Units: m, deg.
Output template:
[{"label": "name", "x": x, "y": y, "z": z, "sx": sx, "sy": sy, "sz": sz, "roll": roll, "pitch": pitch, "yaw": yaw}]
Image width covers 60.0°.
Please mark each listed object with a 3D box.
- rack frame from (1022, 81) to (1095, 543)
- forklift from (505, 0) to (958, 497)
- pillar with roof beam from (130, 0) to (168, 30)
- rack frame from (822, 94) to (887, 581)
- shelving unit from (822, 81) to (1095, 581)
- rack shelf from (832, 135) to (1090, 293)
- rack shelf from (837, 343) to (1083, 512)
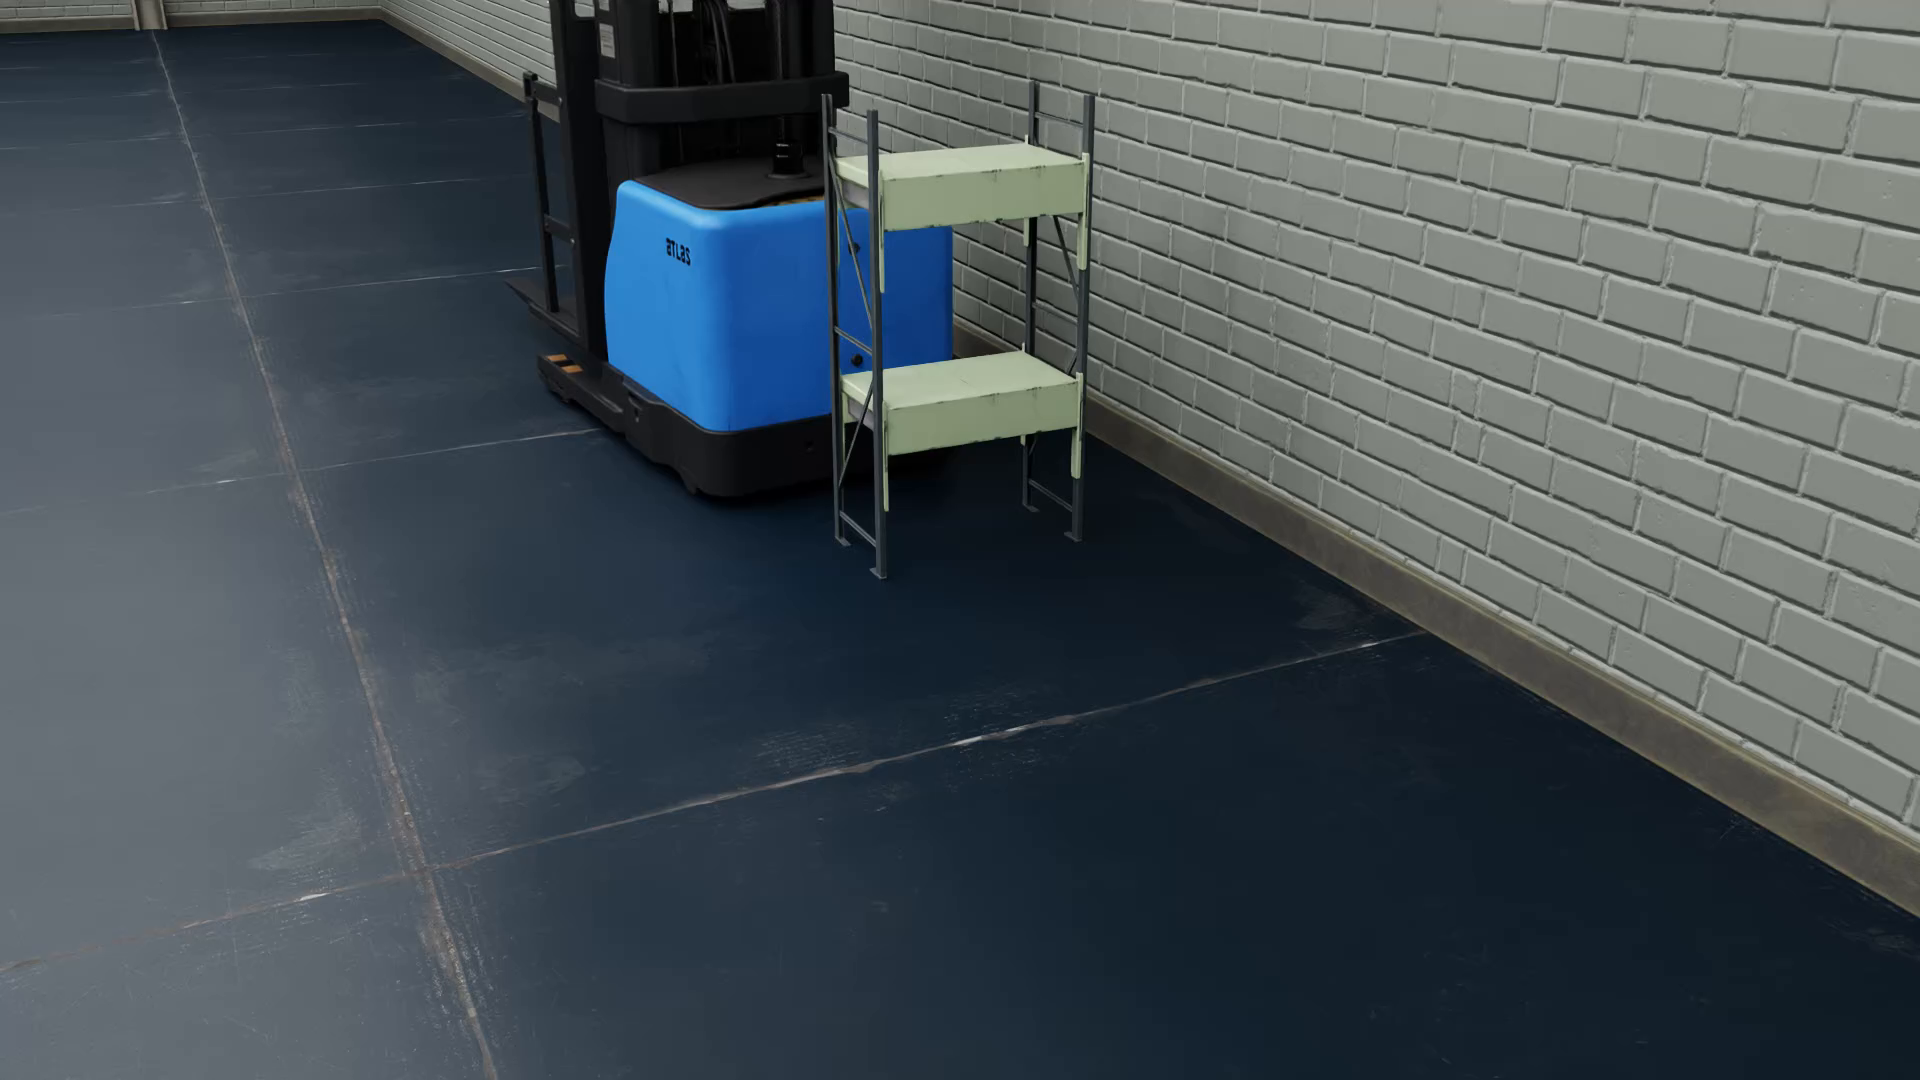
[{"label": "rack frame", "x": 0.324, "y": -0.753, "z": 5.607, "sx": 0.023, "sy": 1.500, "sz": 0.400, "roll": -10, "pitch": 25, "yaw": -24}, {"label": "forklift", "x": -1.203, "y": -2.025, "z": 6.810, "sx": 1.130, "sy": 2.935, "sz": 3.031, "roll": -13, "pitch": 26, "yaw": -29}, {"label": "pillar with roof beam", "x": -9.004, "y": -9.549, "z": 17.053, "sx": 0.400, "sy": 9.000, "sz": 9.100, "roll": -10, "pitch": 25, "yaw": -24}, {"label": "rack frame", "x": -0.336, "y": -0.631, "z": 5.314, "sx": 0.023, "sy": 1.500, "sz": 0.400, "roll": -10, "pitch": 25, "yaw": -24}, {"label": "shelving unit", "x": -0.006, "y": -0.692, "z": 5.460, "sx": 0.755, "sy": 1.500, "sz": 0.431, "roll": -10, "pitch": 25, "yaw": -24}, {"label": "rack shelf", "x": -0.006, "y": -1.052, "z": 5.311, "sx": 0.720, "sy": 0.370, "sz": 0.431, "roll": -10, "pitch": 25, "yaw": -24}, {"label": "rack shelf", "x": -0.006, "y": -0.391, "z": 5.585, "sx": 0.720, "sy": 0.370, "sz": 0.431, "roll": -10, "pitch": 25, "yaw": -24}]
